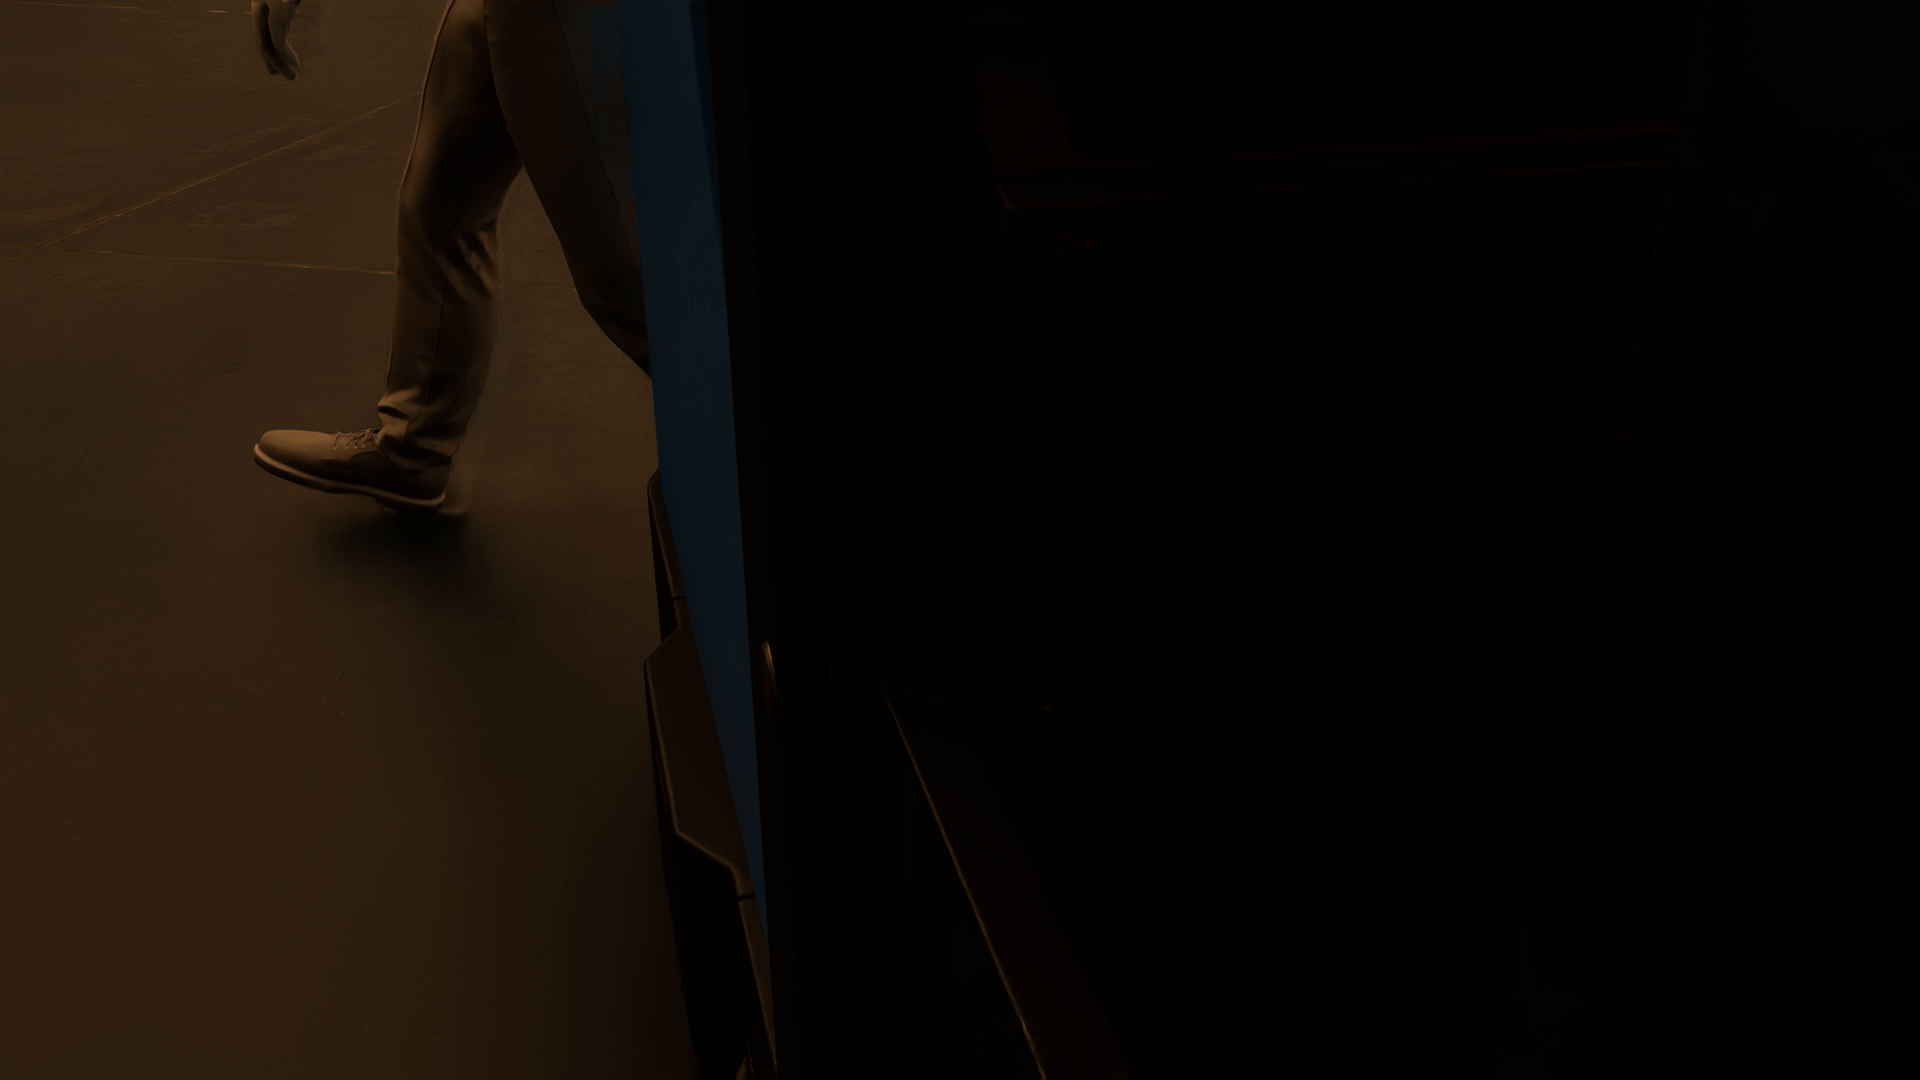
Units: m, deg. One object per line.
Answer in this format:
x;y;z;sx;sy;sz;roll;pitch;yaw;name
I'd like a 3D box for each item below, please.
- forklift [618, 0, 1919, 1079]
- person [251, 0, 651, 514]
0.502;-0.535;0.307;1.130;2.935;3.031;-7;28;-13;forklift
-0.620;-0.743;2.203;0.893;1.602;0.605;-4;27;-9;person
